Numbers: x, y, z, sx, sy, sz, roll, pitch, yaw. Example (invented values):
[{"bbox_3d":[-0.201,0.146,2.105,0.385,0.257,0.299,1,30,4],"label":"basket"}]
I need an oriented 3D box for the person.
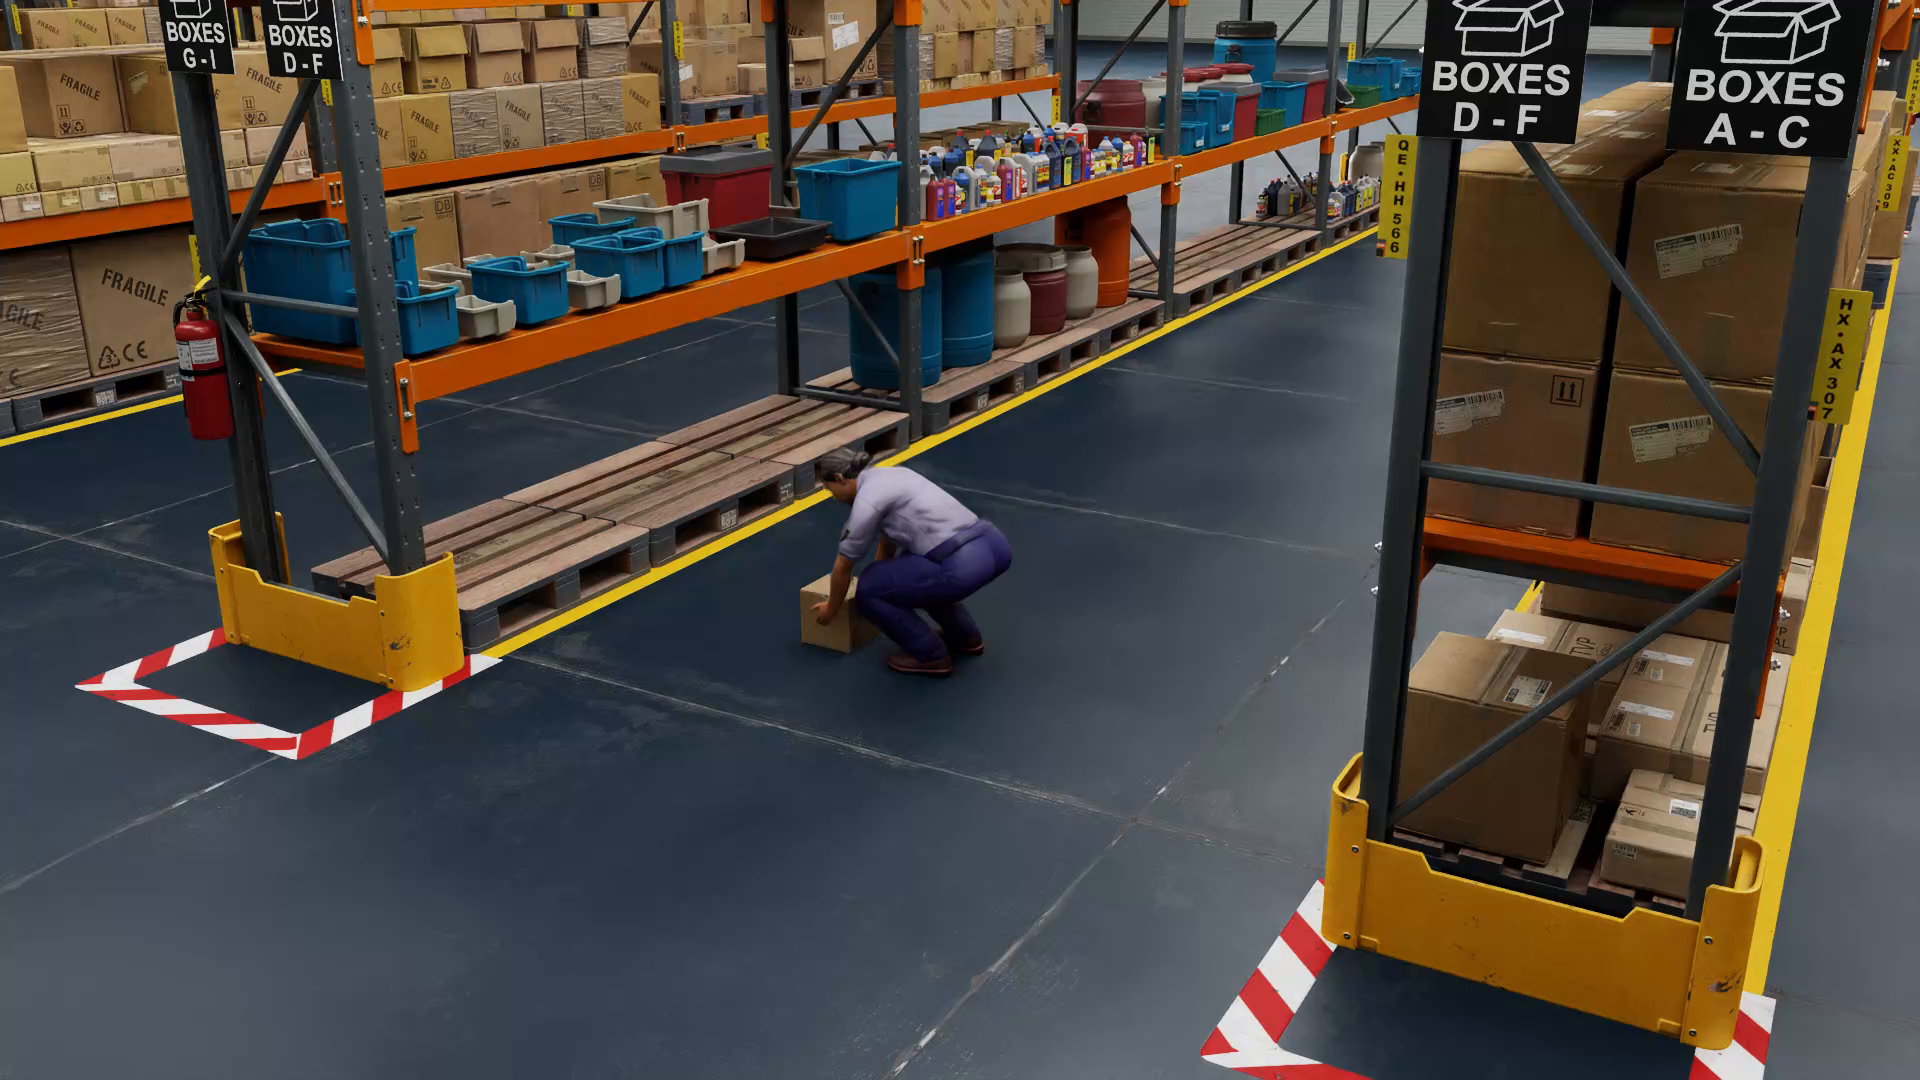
[{"bbox_3d":[-0.210,0.081,7.010,0.829,0.889,0.527,11,22,27],"label":"person"}]
